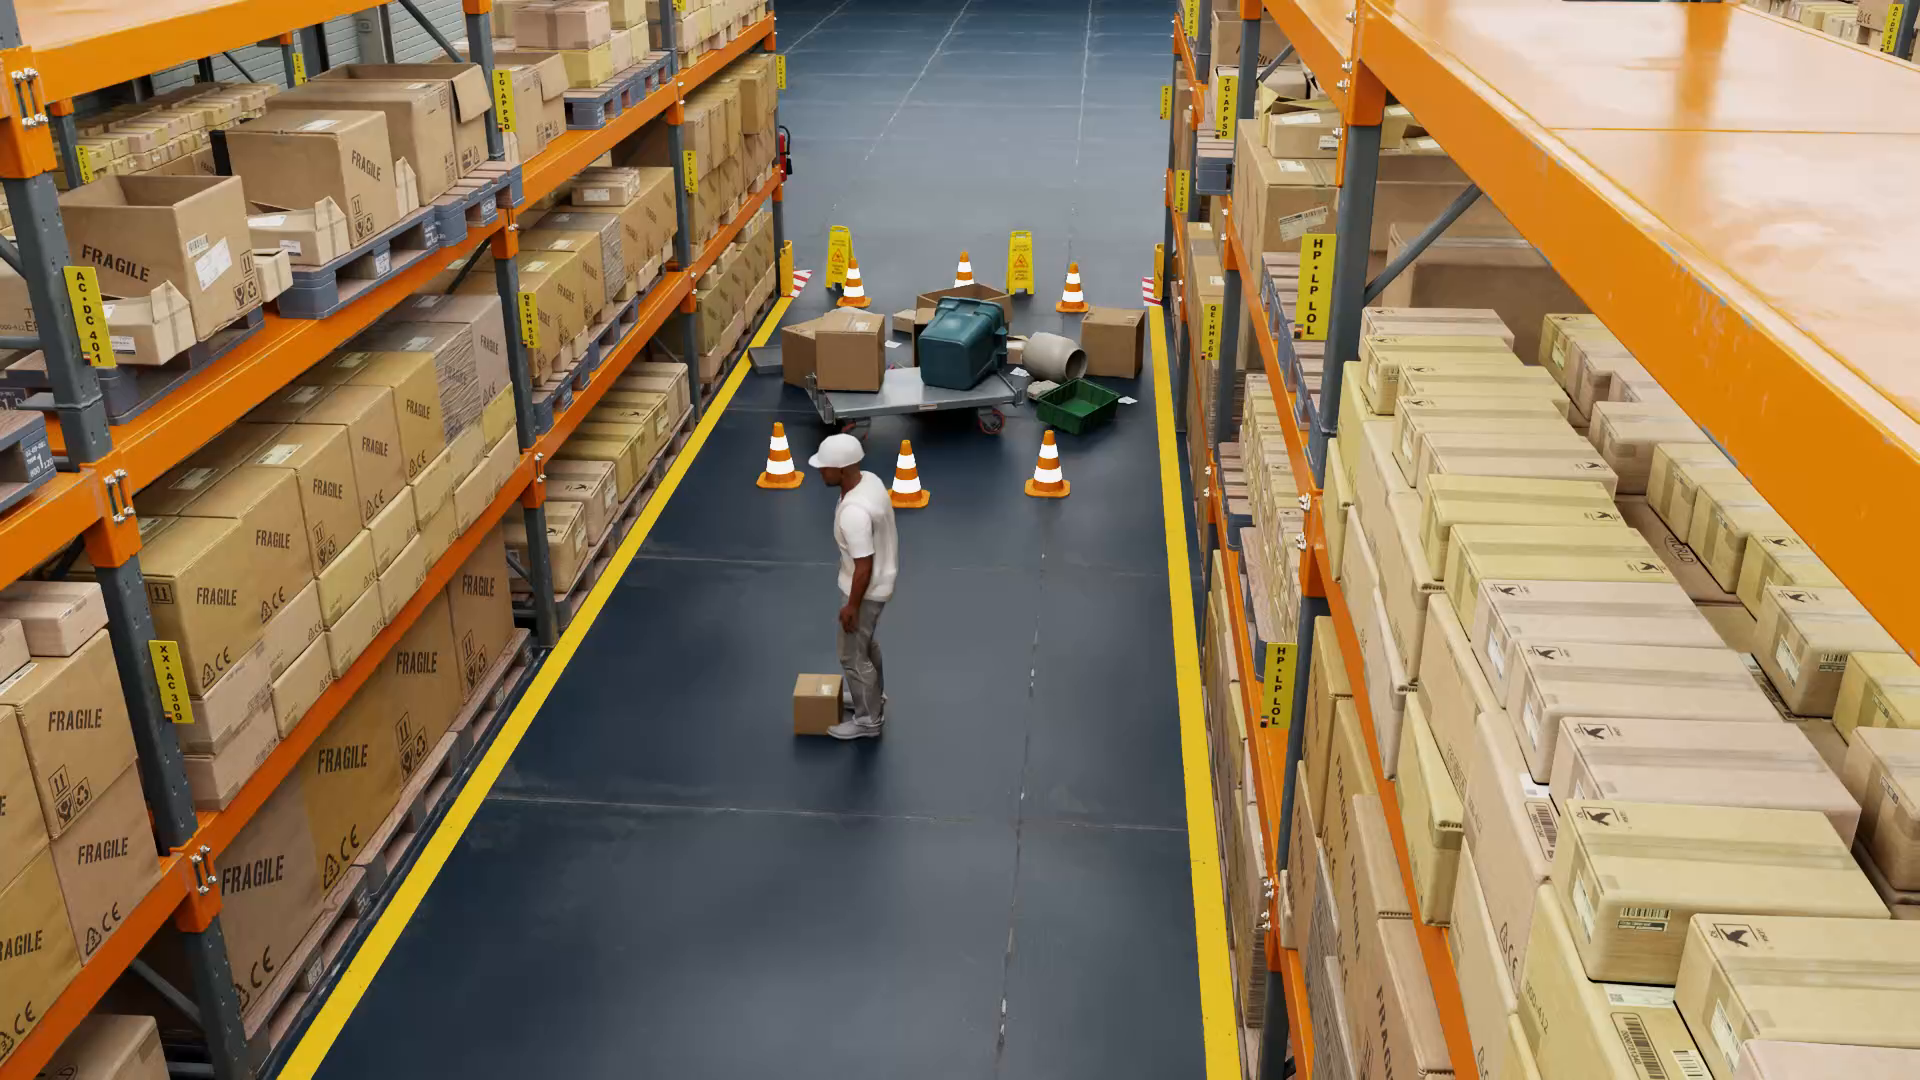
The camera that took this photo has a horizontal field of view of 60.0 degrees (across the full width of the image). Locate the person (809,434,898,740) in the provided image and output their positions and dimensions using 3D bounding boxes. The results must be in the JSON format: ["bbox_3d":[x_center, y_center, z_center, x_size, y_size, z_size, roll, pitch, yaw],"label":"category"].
[{"bbox_3d":[-0.562,0.244,9.048,0.461,1.756,0.619,1,24,2],"label":"person"}]
